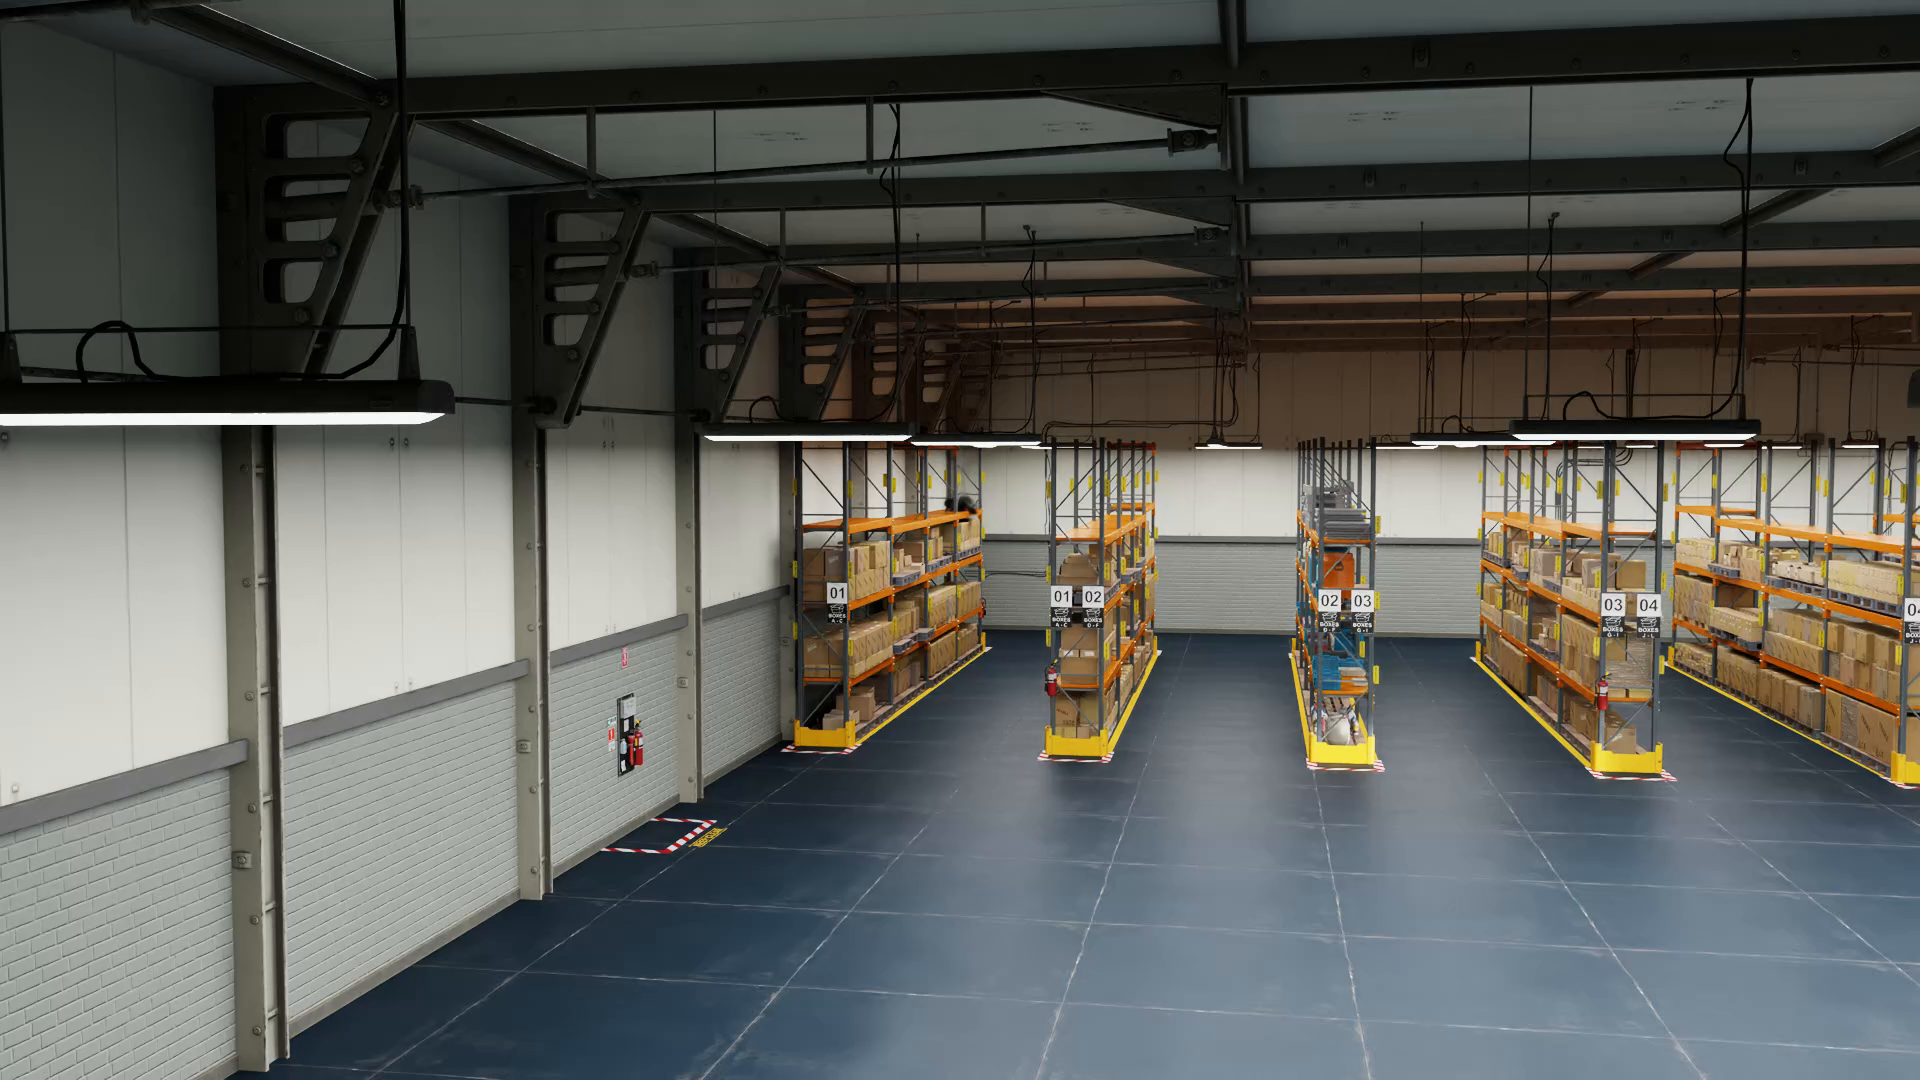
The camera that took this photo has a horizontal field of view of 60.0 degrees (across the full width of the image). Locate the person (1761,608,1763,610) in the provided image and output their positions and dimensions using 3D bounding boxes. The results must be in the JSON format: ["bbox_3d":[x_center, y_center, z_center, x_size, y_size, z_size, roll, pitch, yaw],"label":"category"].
[{"bbox_3d":[21.782,2.400,45.924,0.735,1.835,0.654,-1,3,-10],"label":"person"}]

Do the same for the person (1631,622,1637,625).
[{"bbox_3d":[18.026,2.486,45.185,0.735,1.698,0.966,3,4,40],"label":"person"}]
